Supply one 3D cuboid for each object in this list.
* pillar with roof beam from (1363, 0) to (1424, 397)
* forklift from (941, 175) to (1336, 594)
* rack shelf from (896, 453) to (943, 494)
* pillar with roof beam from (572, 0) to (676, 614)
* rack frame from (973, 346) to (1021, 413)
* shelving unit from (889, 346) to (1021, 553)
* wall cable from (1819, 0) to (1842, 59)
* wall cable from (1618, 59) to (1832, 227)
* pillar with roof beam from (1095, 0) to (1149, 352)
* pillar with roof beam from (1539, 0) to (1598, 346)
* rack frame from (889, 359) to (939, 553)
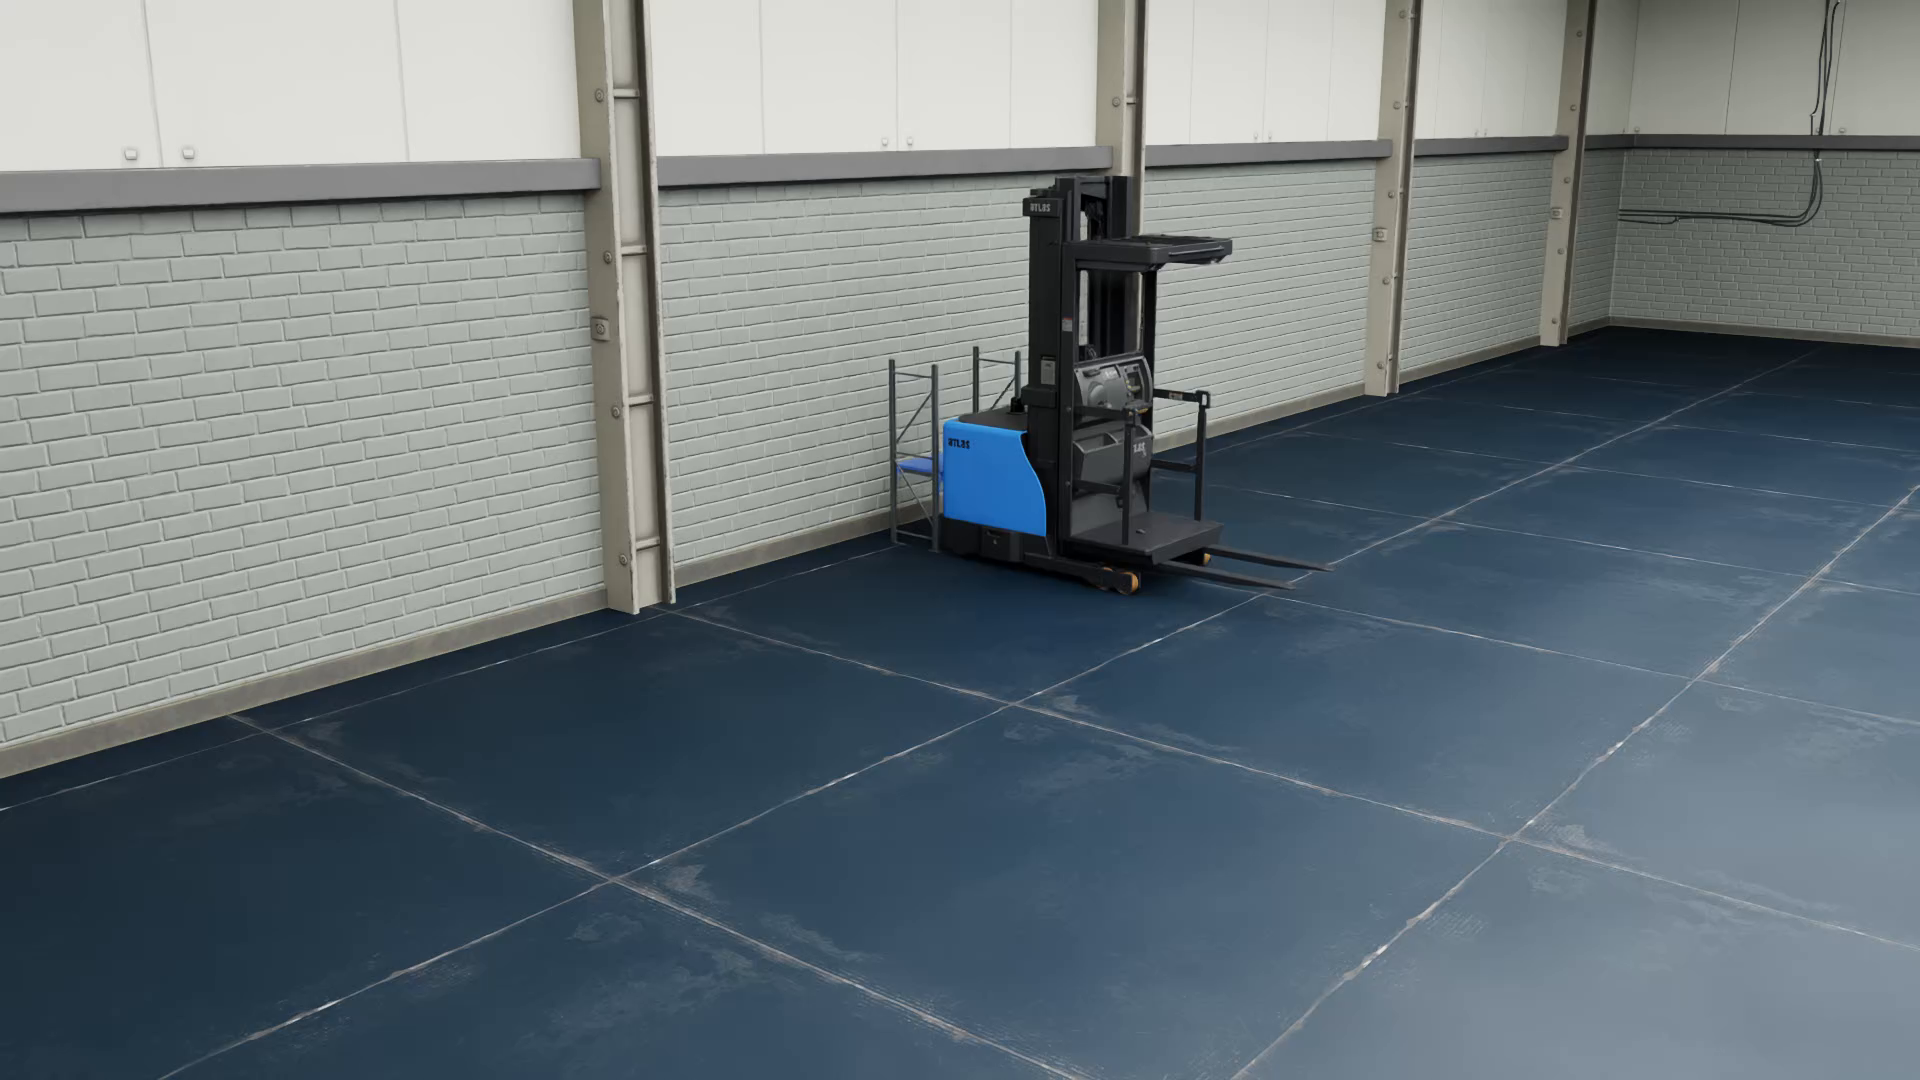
[{"bbox_3d":[8.622,-5.536,17.139,9.100,9.000,0.400,11,18,38],"label":"pillar with roof beam"},{"bbox_3d":[1.311,-1.172,12.282,3.031,2.935,1.130,11,18,38],"label":"forklift"},{"bbox_3d":[-0.030,-0.588,13.620,0.538,0.185,1.000,12,19,40],"label":"rack shelf"},{"bbox_3d":[1.080,-3.238,8.093,9.100,9.000,0.400,11,18,38],"label":"pillar with roof beam"},{"bbox_3d":[0.305,-0.856,13.946,0.500,1.500,0.032,12,19,40],"label":"rack frame"},{"bbox_3d":[-0.030,-0.762,13.576,0.538,1.500,1.048,12,19,40],"label":"shelving unit"},{"bbox_3d":[14.029,-8.235,23.813,3.097,2.526,0.112,11,18,38],"label":"wall cable"},{"bbox_3d":[11.924,-6.206,26.083,3.097,2.526,0.112,11,18,38],"label":"wall cable"},{"bbox_3d":[4.851,-4.387,12.616,9.100,9.000,0.400,11,18,38],"label":"pillar with roof beam"},{"bbox_3d":[12.393,-6.685,21.662,9.100,9.000,0.400,11,18,38],"label":"pillar with roof beam"},{"bbox_3d":[-0.365,-0.668,13.205,0.500,1.500,0.032,12,19,40],"label":"rack frame"}]
